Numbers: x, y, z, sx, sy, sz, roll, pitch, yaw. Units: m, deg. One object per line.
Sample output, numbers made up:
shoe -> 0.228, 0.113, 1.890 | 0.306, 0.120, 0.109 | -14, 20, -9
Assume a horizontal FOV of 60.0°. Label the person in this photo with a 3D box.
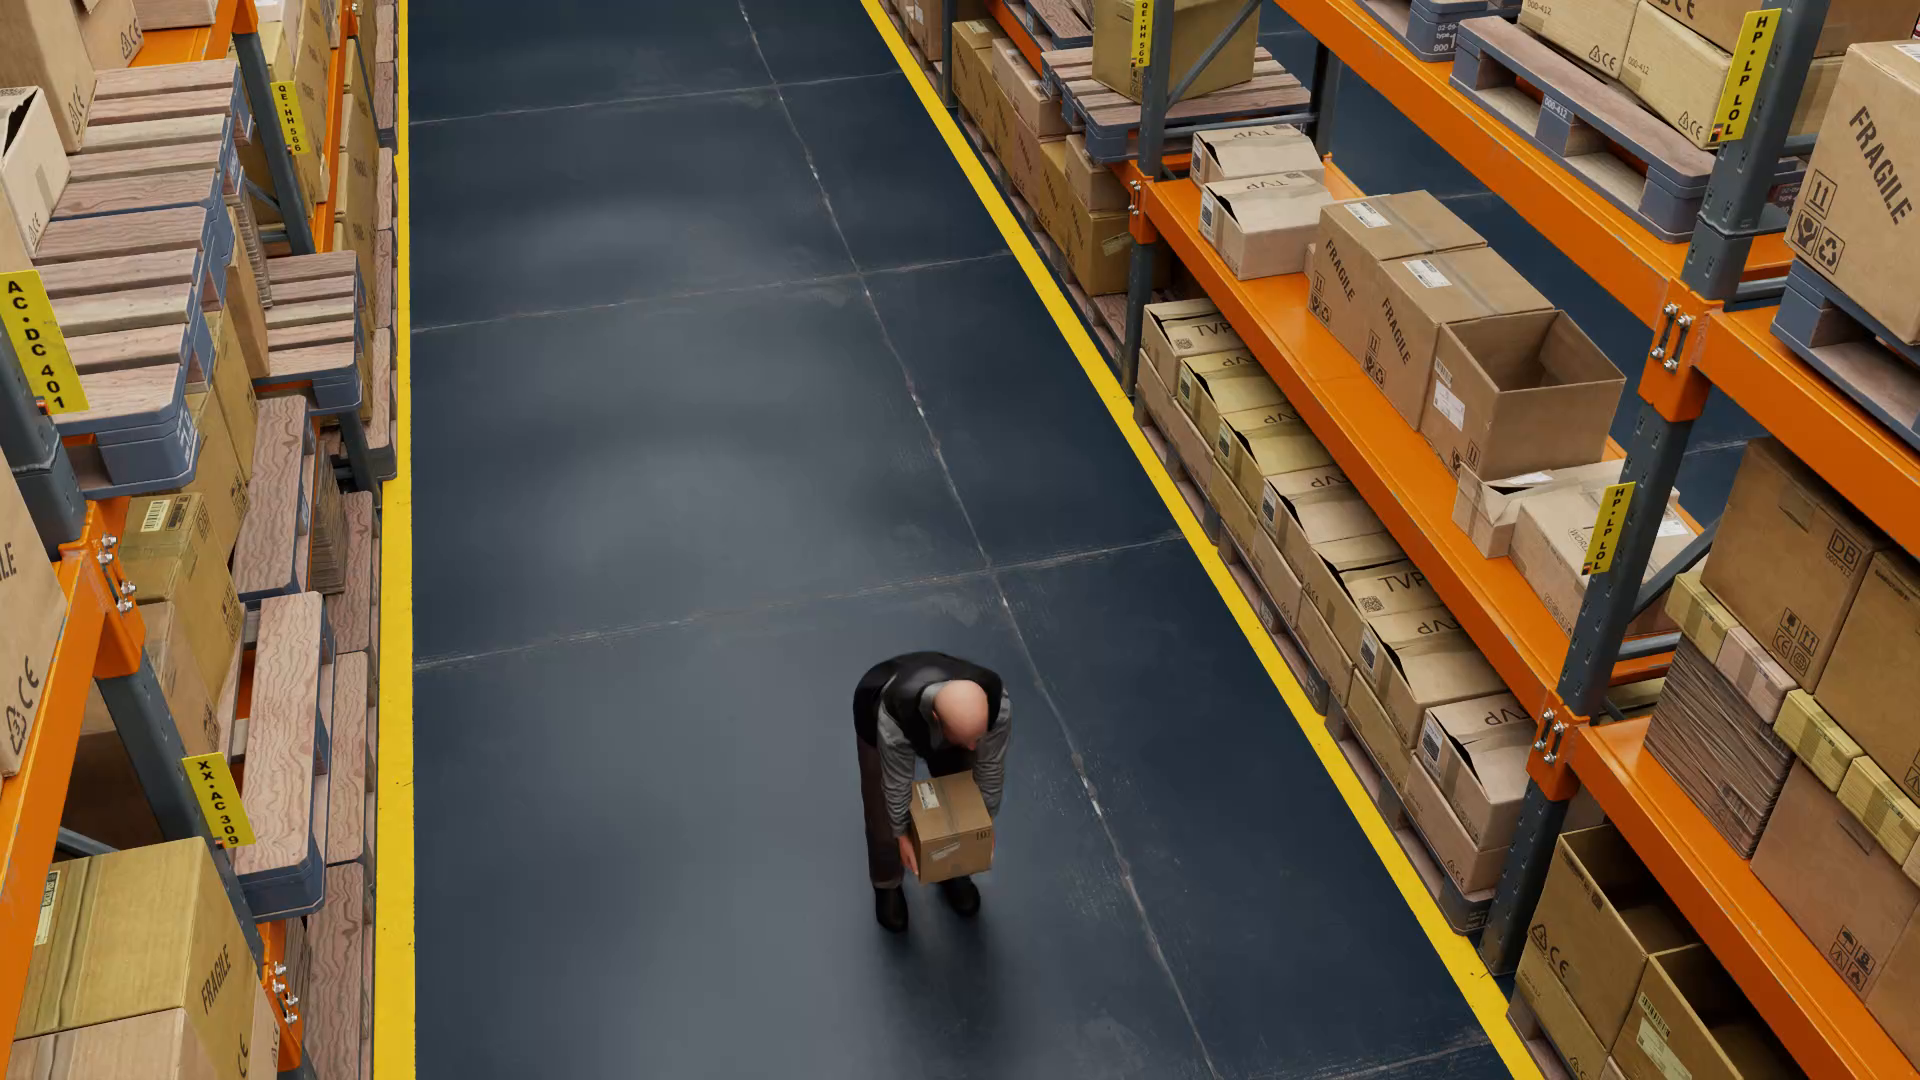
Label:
person -> -0.083, 0.867, 5.821 | 0.473, 1.482, 0.796 | -10, 39, -13
